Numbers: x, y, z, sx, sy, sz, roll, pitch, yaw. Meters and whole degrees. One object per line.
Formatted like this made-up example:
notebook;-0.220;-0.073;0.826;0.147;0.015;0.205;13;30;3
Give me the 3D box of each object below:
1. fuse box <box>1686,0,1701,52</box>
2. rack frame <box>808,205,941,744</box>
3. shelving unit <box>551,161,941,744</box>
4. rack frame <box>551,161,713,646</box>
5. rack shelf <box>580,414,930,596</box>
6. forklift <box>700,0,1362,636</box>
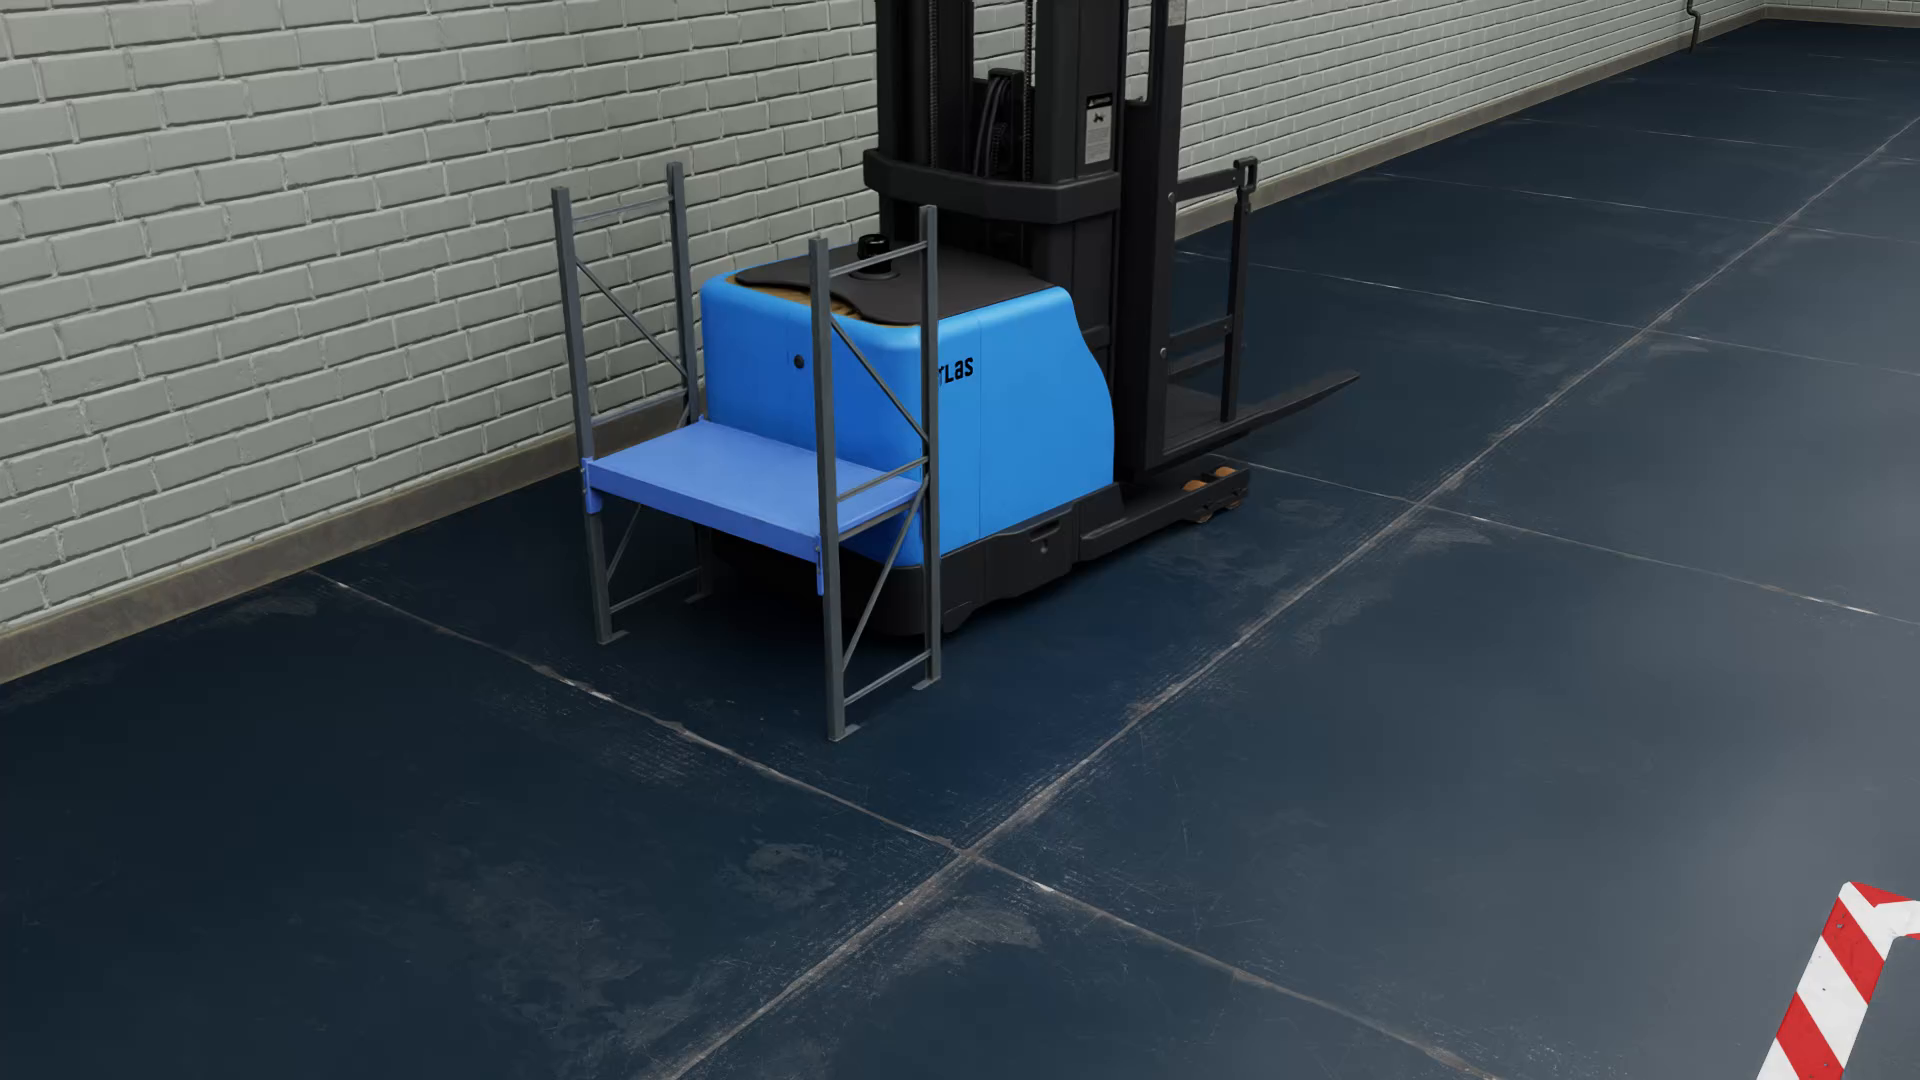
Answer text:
fuse box;8.292;-6.288;18.400;0.414;1.711;0.539;17;29;33
rack frame;-0.227;-0.170;4.774;0.032;1.500;0.500;17;29;34
shelving unit;-0.629;-0.295;5.058;1.048;1.500;0.538;17;29;34
rack frame;-1.032;-0.420;5.342;0.032;1.500;0.500;17;29;34
rack shelf;-0.629;-0.131;5.131;1.000;0.185;0.538;17;29;34
forklift;0.493;-1.533;6.094;1.130;2.935;3.031;21;31;39
